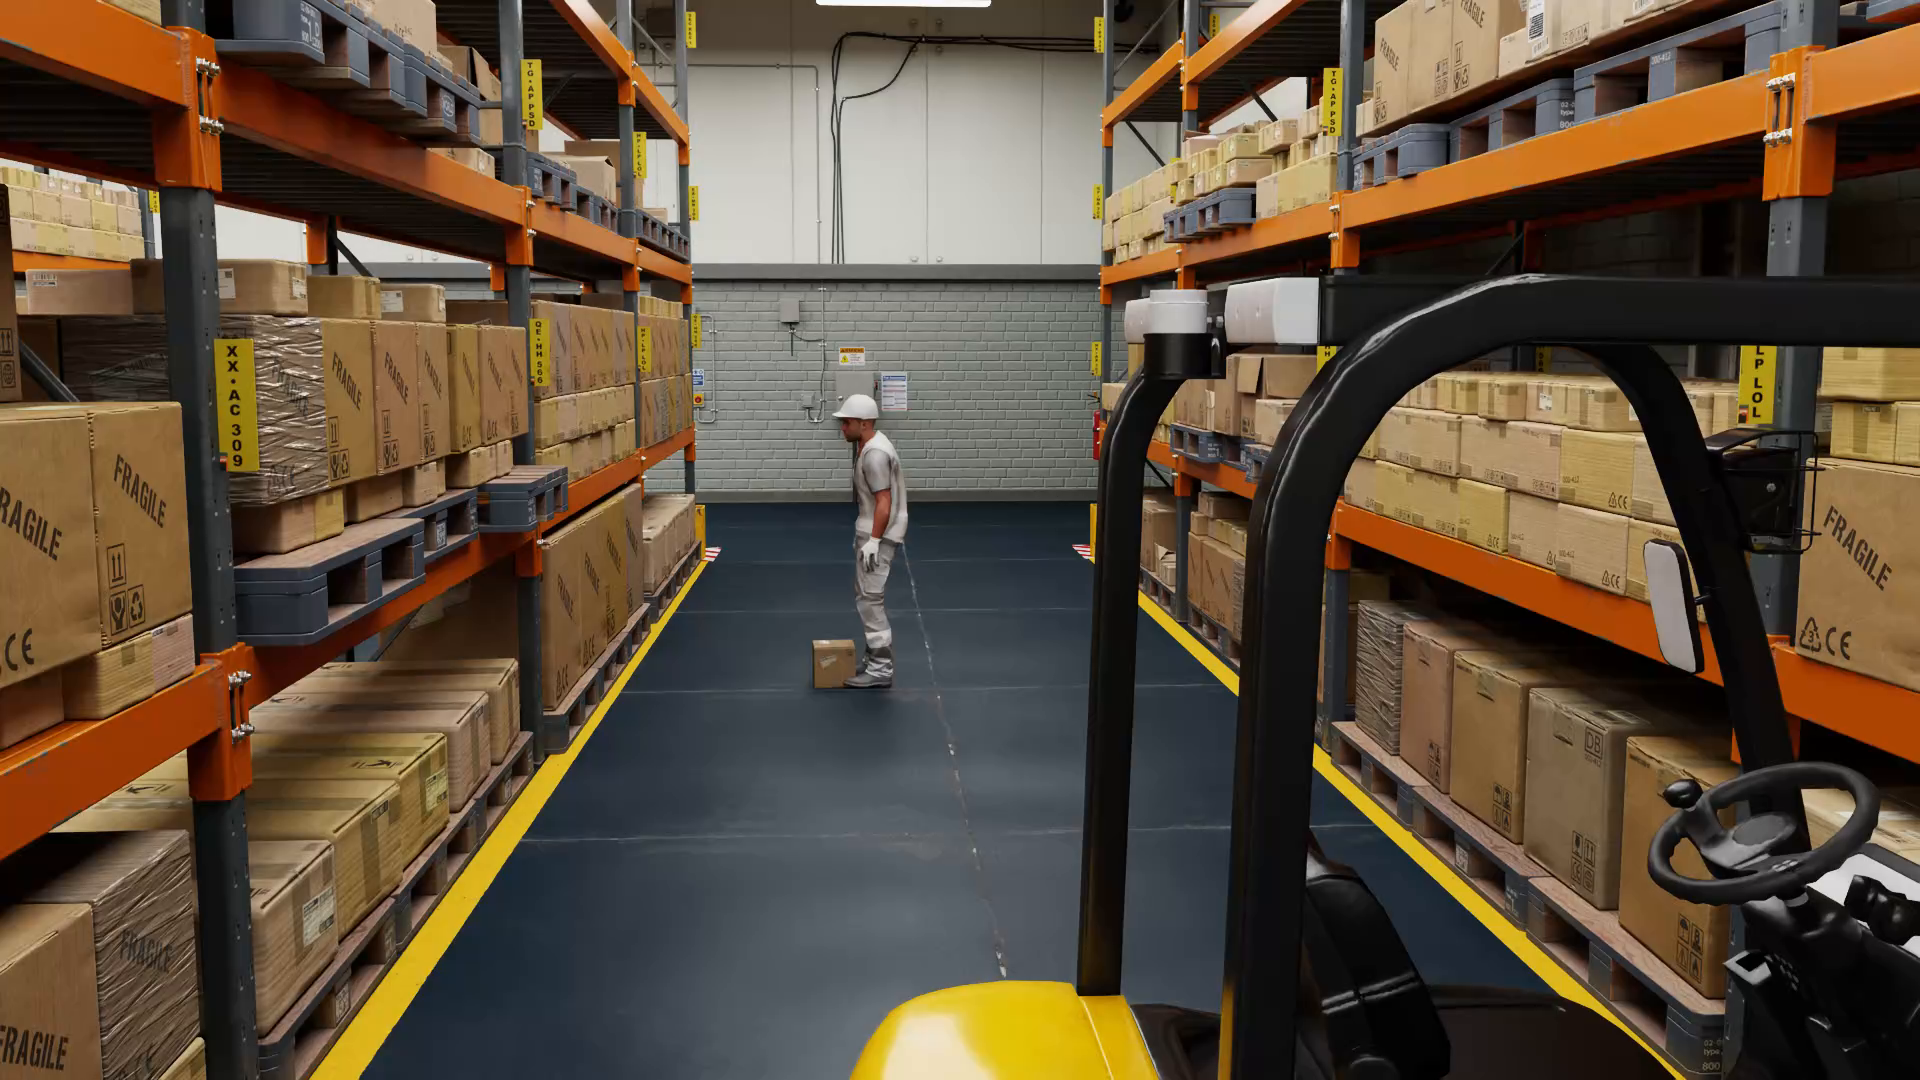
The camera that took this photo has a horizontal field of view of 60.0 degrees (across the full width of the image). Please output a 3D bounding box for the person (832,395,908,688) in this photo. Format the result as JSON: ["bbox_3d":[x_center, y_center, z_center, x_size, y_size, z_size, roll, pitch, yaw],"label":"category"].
[{"bbox_3d":[-0.551,0.004,10.157,0.452,1.775,0.613,-1,7,-7],"label":"person"}]
